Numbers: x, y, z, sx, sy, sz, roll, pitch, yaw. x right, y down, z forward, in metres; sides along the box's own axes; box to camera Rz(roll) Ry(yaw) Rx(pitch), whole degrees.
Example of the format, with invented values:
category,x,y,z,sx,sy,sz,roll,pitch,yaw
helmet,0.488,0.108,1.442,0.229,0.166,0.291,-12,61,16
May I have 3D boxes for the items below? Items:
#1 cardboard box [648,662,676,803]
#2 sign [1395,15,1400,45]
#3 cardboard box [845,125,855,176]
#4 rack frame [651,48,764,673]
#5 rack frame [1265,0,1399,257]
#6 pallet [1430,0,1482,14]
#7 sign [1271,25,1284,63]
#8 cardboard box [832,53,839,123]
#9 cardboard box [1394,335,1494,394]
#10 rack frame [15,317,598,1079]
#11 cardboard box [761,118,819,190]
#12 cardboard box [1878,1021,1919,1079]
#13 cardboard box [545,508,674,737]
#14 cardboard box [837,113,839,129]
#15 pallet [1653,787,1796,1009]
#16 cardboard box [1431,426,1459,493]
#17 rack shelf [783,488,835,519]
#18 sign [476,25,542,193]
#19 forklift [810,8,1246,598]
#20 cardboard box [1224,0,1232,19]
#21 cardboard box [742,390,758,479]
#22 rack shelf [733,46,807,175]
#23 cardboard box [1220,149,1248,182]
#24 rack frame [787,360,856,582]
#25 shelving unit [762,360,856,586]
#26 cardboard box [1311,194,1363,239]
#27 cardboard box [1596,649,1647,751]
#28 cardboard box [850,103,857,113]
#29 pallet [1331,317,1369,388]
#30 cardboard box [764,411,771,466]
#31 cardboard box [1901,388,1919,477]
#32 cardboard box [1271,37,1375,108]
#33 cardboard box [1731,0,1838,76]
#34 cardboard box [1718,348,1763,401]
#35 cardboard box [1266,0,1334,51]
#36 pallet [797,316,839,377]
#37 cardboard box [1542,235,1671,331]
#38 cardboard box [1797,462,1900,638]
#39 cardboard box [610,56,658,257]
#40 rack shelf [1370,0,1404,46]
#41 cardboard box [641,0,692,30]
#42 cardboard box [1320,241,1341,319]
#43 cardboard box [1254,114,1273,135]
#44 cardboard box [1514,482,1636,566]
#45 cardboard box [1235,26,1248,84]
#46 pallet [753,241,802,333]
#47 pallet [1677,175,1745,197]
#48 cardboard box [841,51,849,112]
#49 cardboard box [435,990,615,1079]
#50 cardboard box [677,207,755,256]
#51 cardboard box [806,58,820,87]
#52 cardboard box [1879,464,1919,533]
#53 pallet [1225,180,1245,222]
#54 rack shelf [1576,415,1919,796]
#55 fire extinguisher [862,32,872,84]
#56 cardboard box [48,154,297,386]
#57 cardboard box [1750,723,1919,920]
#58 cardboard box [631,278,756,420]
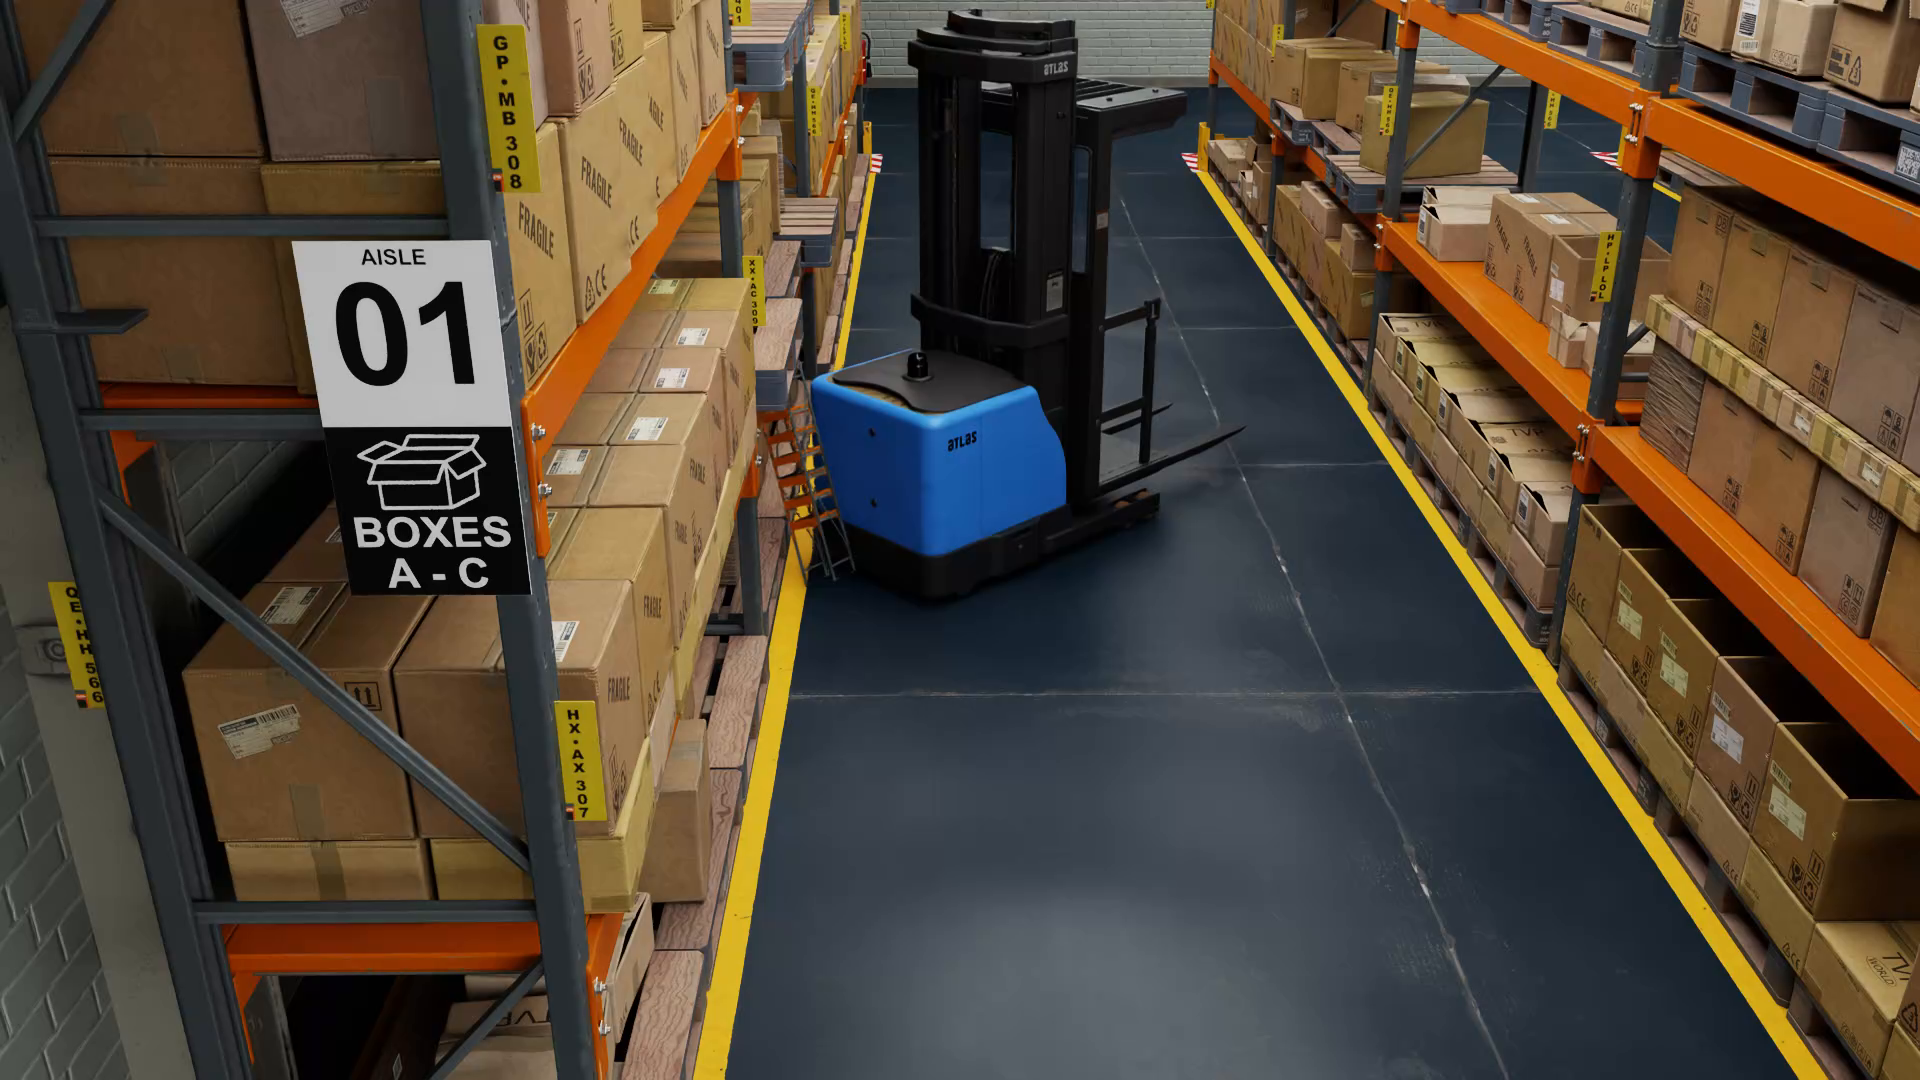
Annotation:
category,x,y,z,sx,sy,sz,roll,pitch,yaw
cardboard box,-1.144,0.561,5.027,0.500,0.250,0.500,-1,24,-2
sign,3.941,-4.582,14.836,0.100,0.325,0.005,0,24,-1
cardboard box,-1.498,-4.233,17.993,0.700,0.500,0.500,0,24,-1
rack frame,-1.480,-0.730,7.724,1.000,3.000,0.127,0,24,-1
rack frame,3.386,-4.050,15.066,1.000,3.000,0.127,0,24,-1
pallet,3.526,-3.404,10.225,1.213,0.211,1.003,1,24,2
sign,2.843,-4.439,14.875,0.100,0.325,0.005,0,24,-1
cardboard box,-1.295,-3.818,14.044,0.500,0.500,0.500,0,24,0
cardboard box,3.156,-1.163,10.827,0.500,0.311,0.500,-1,24,-2
rack frame,-1.437,0.918,4.080,1.000,3.000,0.127,0,24,-1
cardboard box,-1.273,-2.770,11.728,0.500,0.500,0.500,0,24,1
cardboard box,3.215,1.736,5.098,0.500,0.250,0.500,0,24,-1
cardboard box,-1.137,0.234,4.841,0.500,0.500,0.500,0,24,0
cardboard box,-1.254,-3.679,14.526,0.380,0.149,0.250,0,24,0
pallet,3.456,1.348,6.512,1.003,0.211,1.213,0,24,-1
cardboard box,3.165,-0.491,10.023,0.500,0.250,0.500,0,24,1
rack shelf,-0.818,-0.206,9.094,0.180,0.103,0.258,-11,8,28
sign,-0.894,-0.849,3.287,0.100,0.325,0.005,0,24,-1
forklift,0.561,-1.536,9.589,3.031,2.935,1.130,-22,33,-40
cardboard box,3.097,-5.800,17.600,0.500,0.500,0.500,0,24,0
cardboard box,-1.172,-0.477,7.323,0.500,0.250,0.500,0,24,0
rack shelf,-1.502,-2.593,9.077,1.077,0.370,4.000,0,24,-1
cardboard box,3.075,-4.009,17.777,0.500,0.250,0.500,0,24,-1
rack frame,-0.779,-0.379,9.030,0.006,1.200,0.240,-11,8,28
shelving unit,-0.858,-0.364,9.073,0.189,1.200,0.258,-11,8,28
cardboard box,3.164,-2.634,13.524,0.500,0.250,0.500,-1,24,-2
cardboard box,3.175,0.706,7.376,0.500,0.250,0.500,0,24,-1
cardboard box,-1.320,-4.683,18.200,0.380,0.149,0.250,-1,24,-1
pallet,3.459,-1.439,12.677,1.003,0.211,1.213,0,24,-1
cardboard box,-1.541,-0.726,10.215,0.700,0.500,0.500,0,24,-1
cardboard box,3.506,-0.381,5.257,0.700,0.500,0.500,0,24,0
cardboard box,3.167,-4.091,14.525,0.700,0.500,0.500,-9,26,-18
cardboard box,3.221,-1.904,6.108,0.500,0.311,0.500,-2,24,-3
cardboard box,3.294,-0.666,6.673,0.380,0.149,0.250,0,24,-1
cardboard box,3.121,-4.759,15.297,0.500,0.500,0.500,0,24,0
pallet,-1.457,-1.433,12.662,1.003,0.211,1.213,0,24,-1
cardboard box,3.475,-1.333,8.936,0.500,0.500,0.500,1,24,3
cardboard box,3.505,0.018,5.948,0.700,0.500,0.500,0,24,1
cardboard box,-1.170,-1.078,4.707,0.500,0.500,0.500,1,24,2
rack shelf,3.408,-4.265,12.774,1.077,0.370,4.000,0,24,-1
cardboard box,-1.171,-1.961,5.447,0.500,0.500,0.500,-1,24,-2
cardboard box,3.179,-2.061,13.167,0.500,0.500,0.500,-1,24,-2
cardboard box,3.594,-4.537,18.642,0.500,0.500,0.500,0,24,-1
cardboard box,3.182,-0.114,8.508,0.500,0.311,0.500,0,24,-1
cardboard box,3.101,-4.935,16.900,0.500,0.500,0.500,0,24,0
pallet,-1.461,-1.475,9.605,1.003,0.211,1.213,0,24,-1
pallet,8.276,-3.607,17.470,1.003,0.211,1.213,0,24,-1
cardboard box,-1.557,-4.387,15.446,0.980,0.700,0.700,0,24,0
cardboard box,-1.354,1.657,5.175,0.500,0.311,0.500,-3,25,-7
cardboard box,-1.451,-1.416,8.586,0.700,0.500,0.500,2,24,5
cardboard box,-1.278,-3.320,12.034,0.500,0.250,0.500,-1,24,-1
cardboard box,3.306,-0.137,5.504,0.380,0.149,0.250,0,24,1
pallet,3.363,-3.567,17.380,1.003,0.211,1.213,0,24,-1
rack shelf,3.495,0.398,6.103,1.077,0.370,4.000,0,24,-1
fire extinguisher,-1.151,-5.534,18.892,0.296,0.674,0.183,0,24,-1
cardboard box,-1.694,-0.674,3.815,0.500,0.500,0.500,1,24,3
cardboard box,3.188,0.982,5.855,0.500,0.500,0.500,0,24,-1
cardboard box,-1.166,-0.819,7.169,0.500,0.500,0.500,0,24,-1
